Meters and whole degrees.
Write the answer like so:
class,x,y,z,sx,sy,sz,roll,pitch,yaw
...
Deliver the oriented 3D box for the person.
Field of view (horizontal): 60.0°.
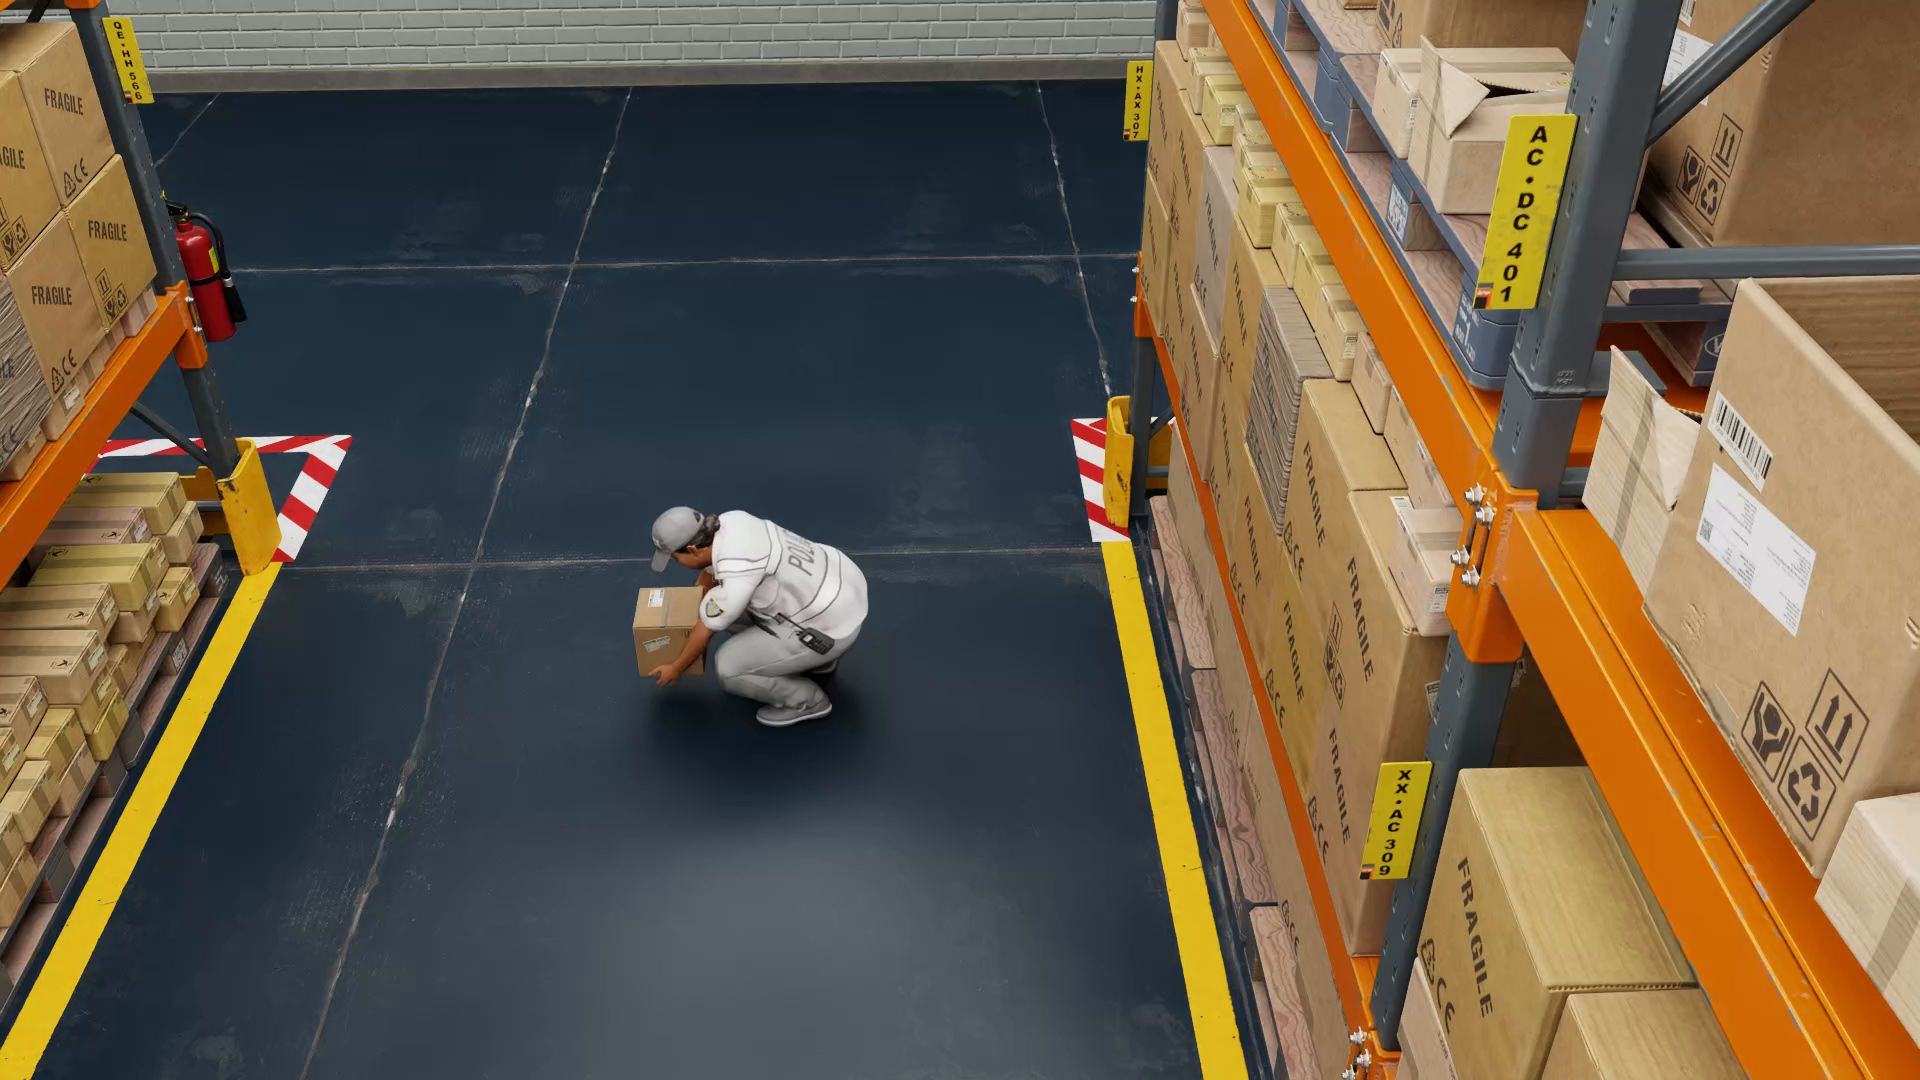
class,x,y,z,sx,sy,sz,roll,pitch,yaw
person,-0.786,0.242,6.435,0.860,0.952,0.519,-2,36,-3
